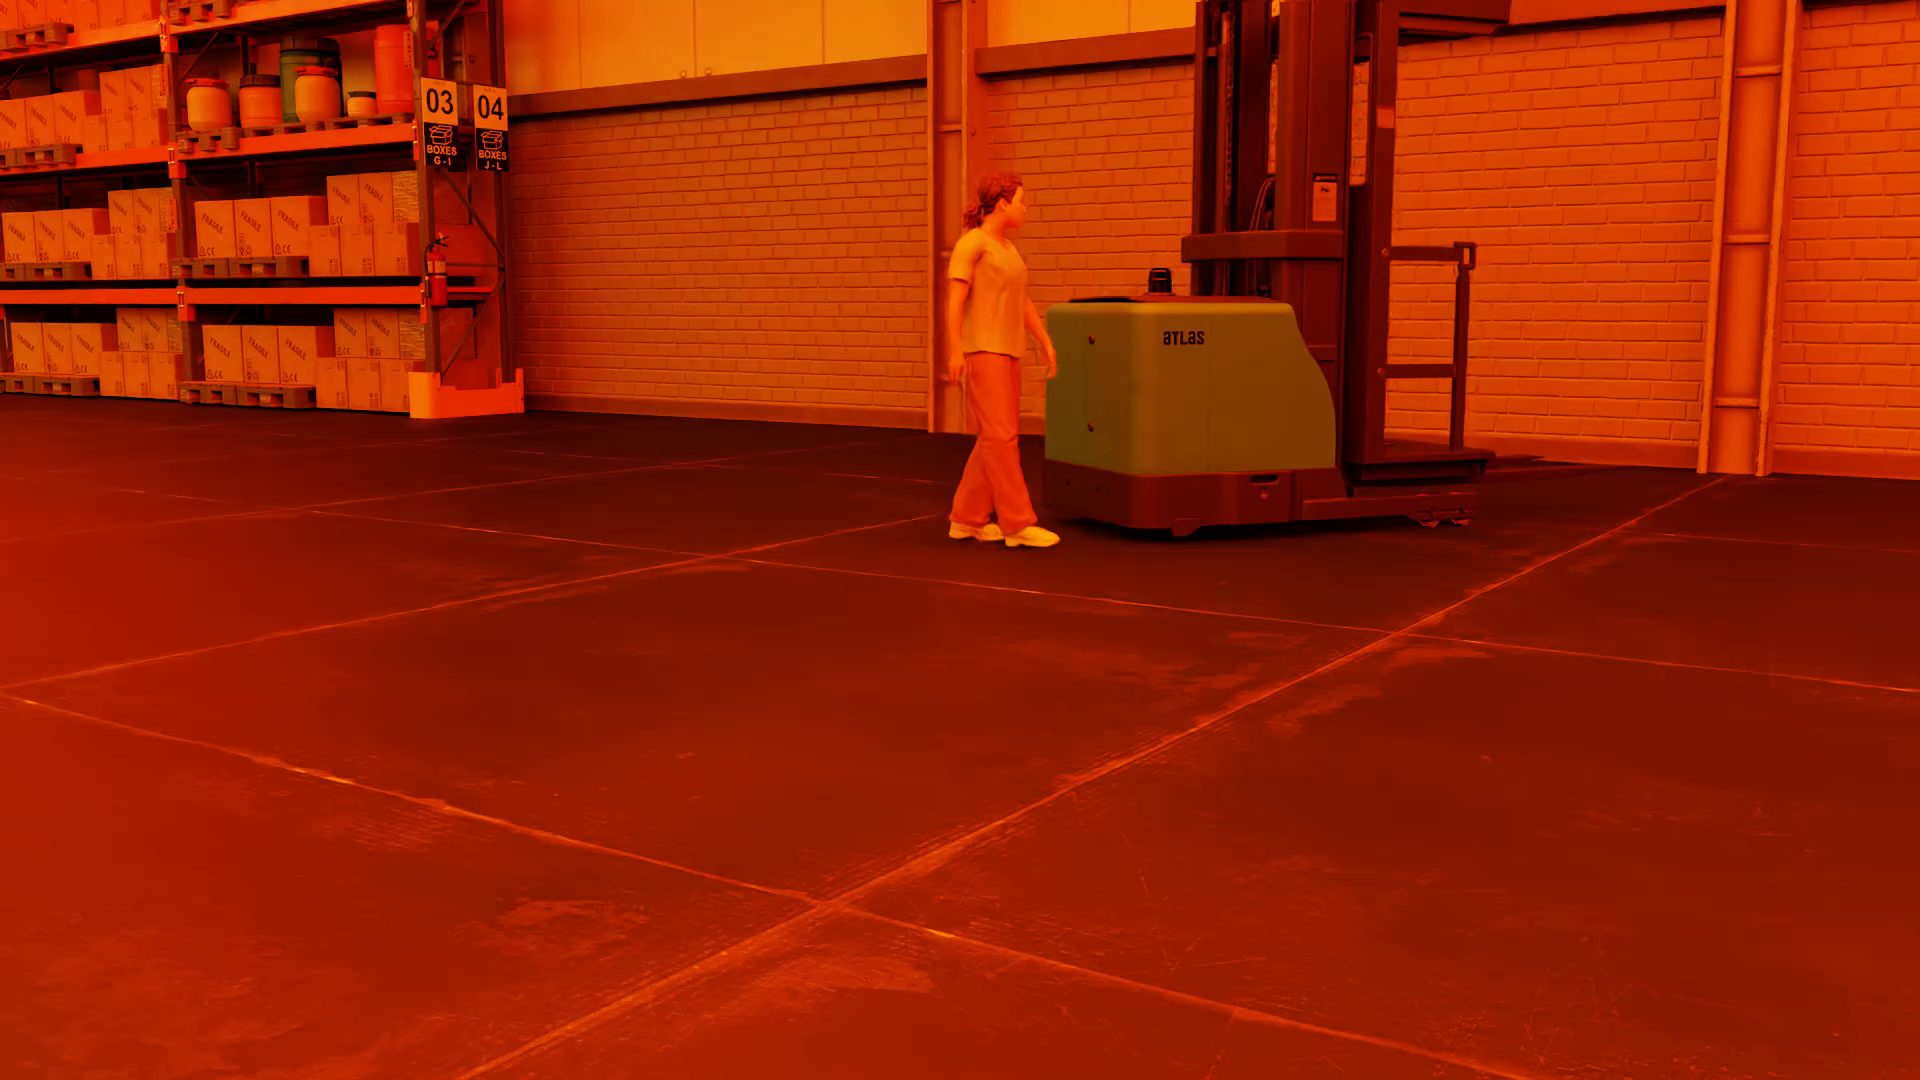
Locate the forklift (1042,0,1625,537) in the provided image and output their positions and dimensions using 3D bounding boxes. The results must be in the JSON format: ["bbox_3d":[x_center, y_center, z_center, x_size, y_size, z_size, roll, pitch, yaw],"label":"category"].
[{"bbox_3d":[1.973,-1.575,8.269,3.031,2.935,1.130,-3,9,-23],"label":"forklift"}]

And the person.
[{"bbox_3d":[0.183,-0.844,7.470,0.504,1.596,0.618,4,9,28],"label":"person"}]
